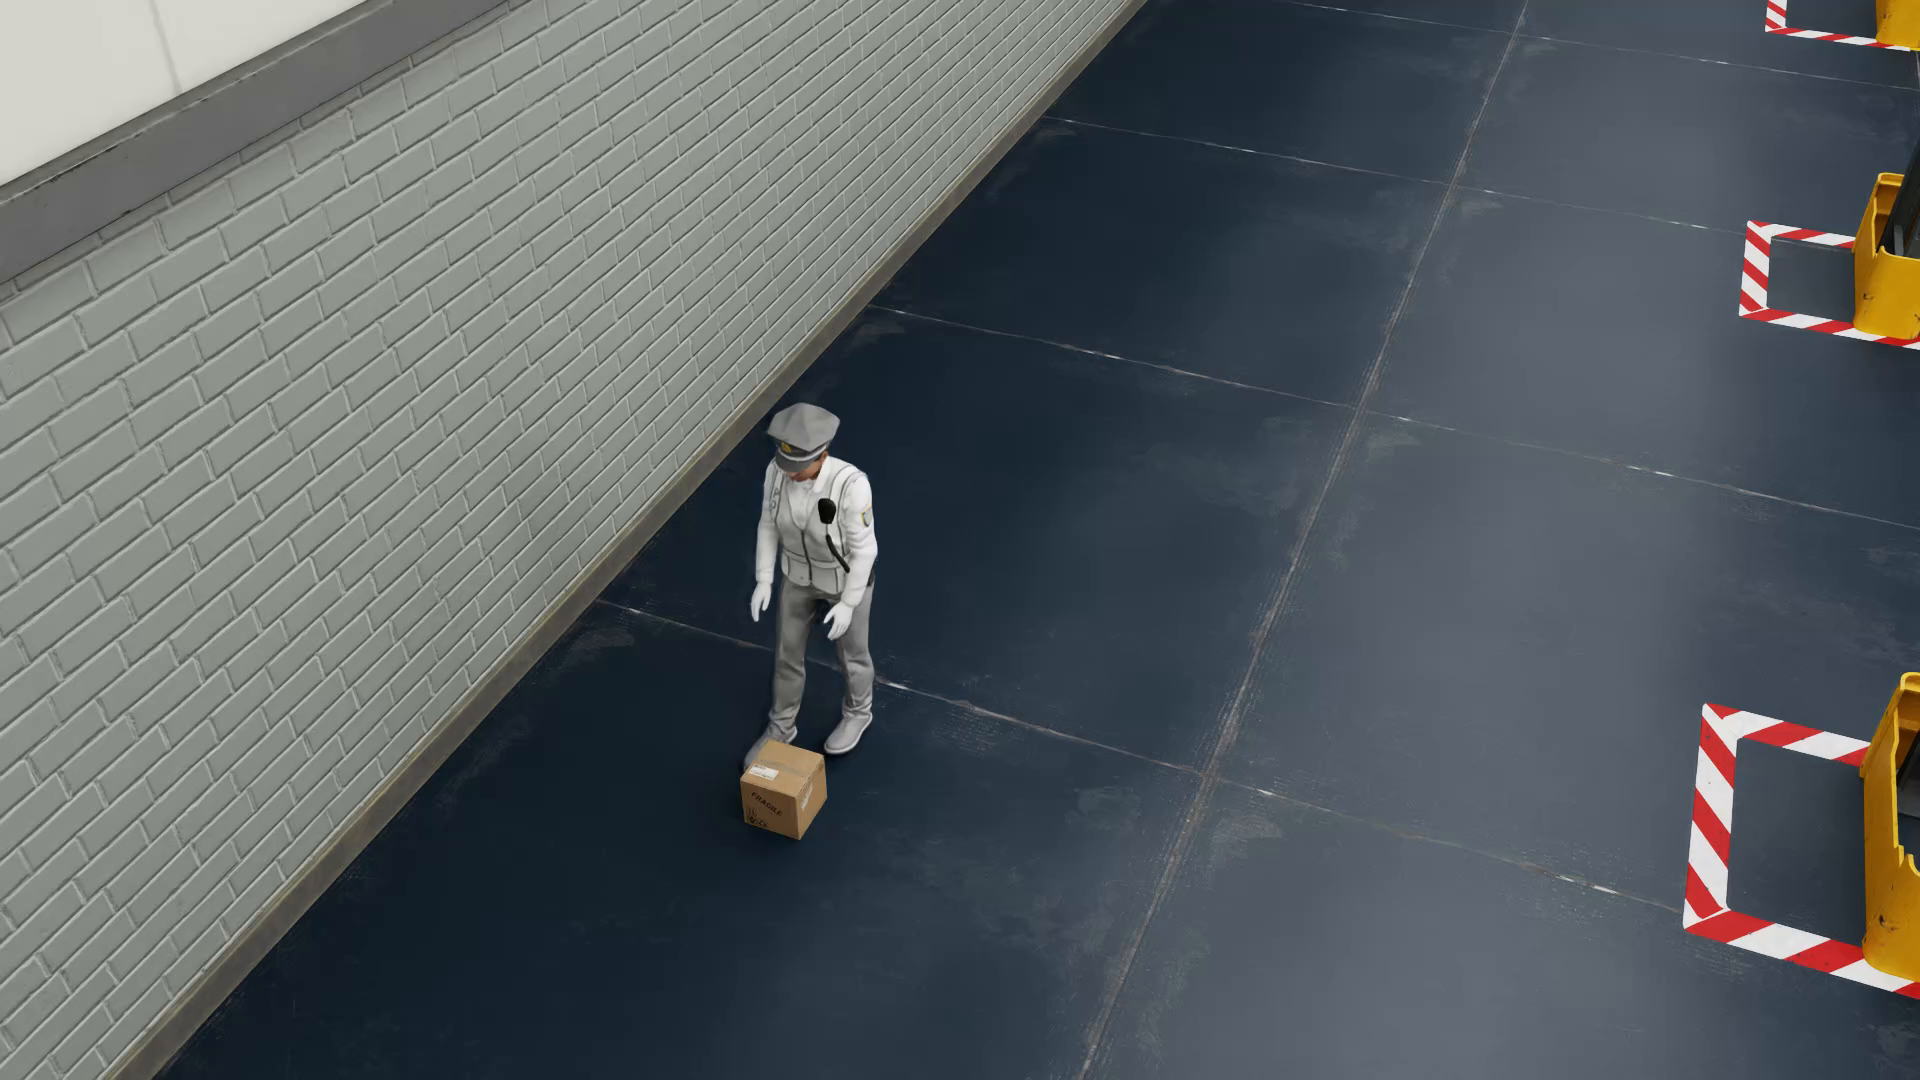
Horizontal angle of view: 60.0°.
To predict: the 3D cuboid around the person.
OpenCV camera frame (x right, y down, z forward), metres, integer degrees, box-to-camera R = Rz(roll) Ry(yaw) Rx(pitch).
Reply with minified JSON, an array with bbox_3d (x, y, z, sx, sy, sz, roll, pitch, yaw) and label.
[{"bbox_3d":[-0.586,0.216,6.525,0.521,1.679,0.514,15,40,18],"label":"person"}]
